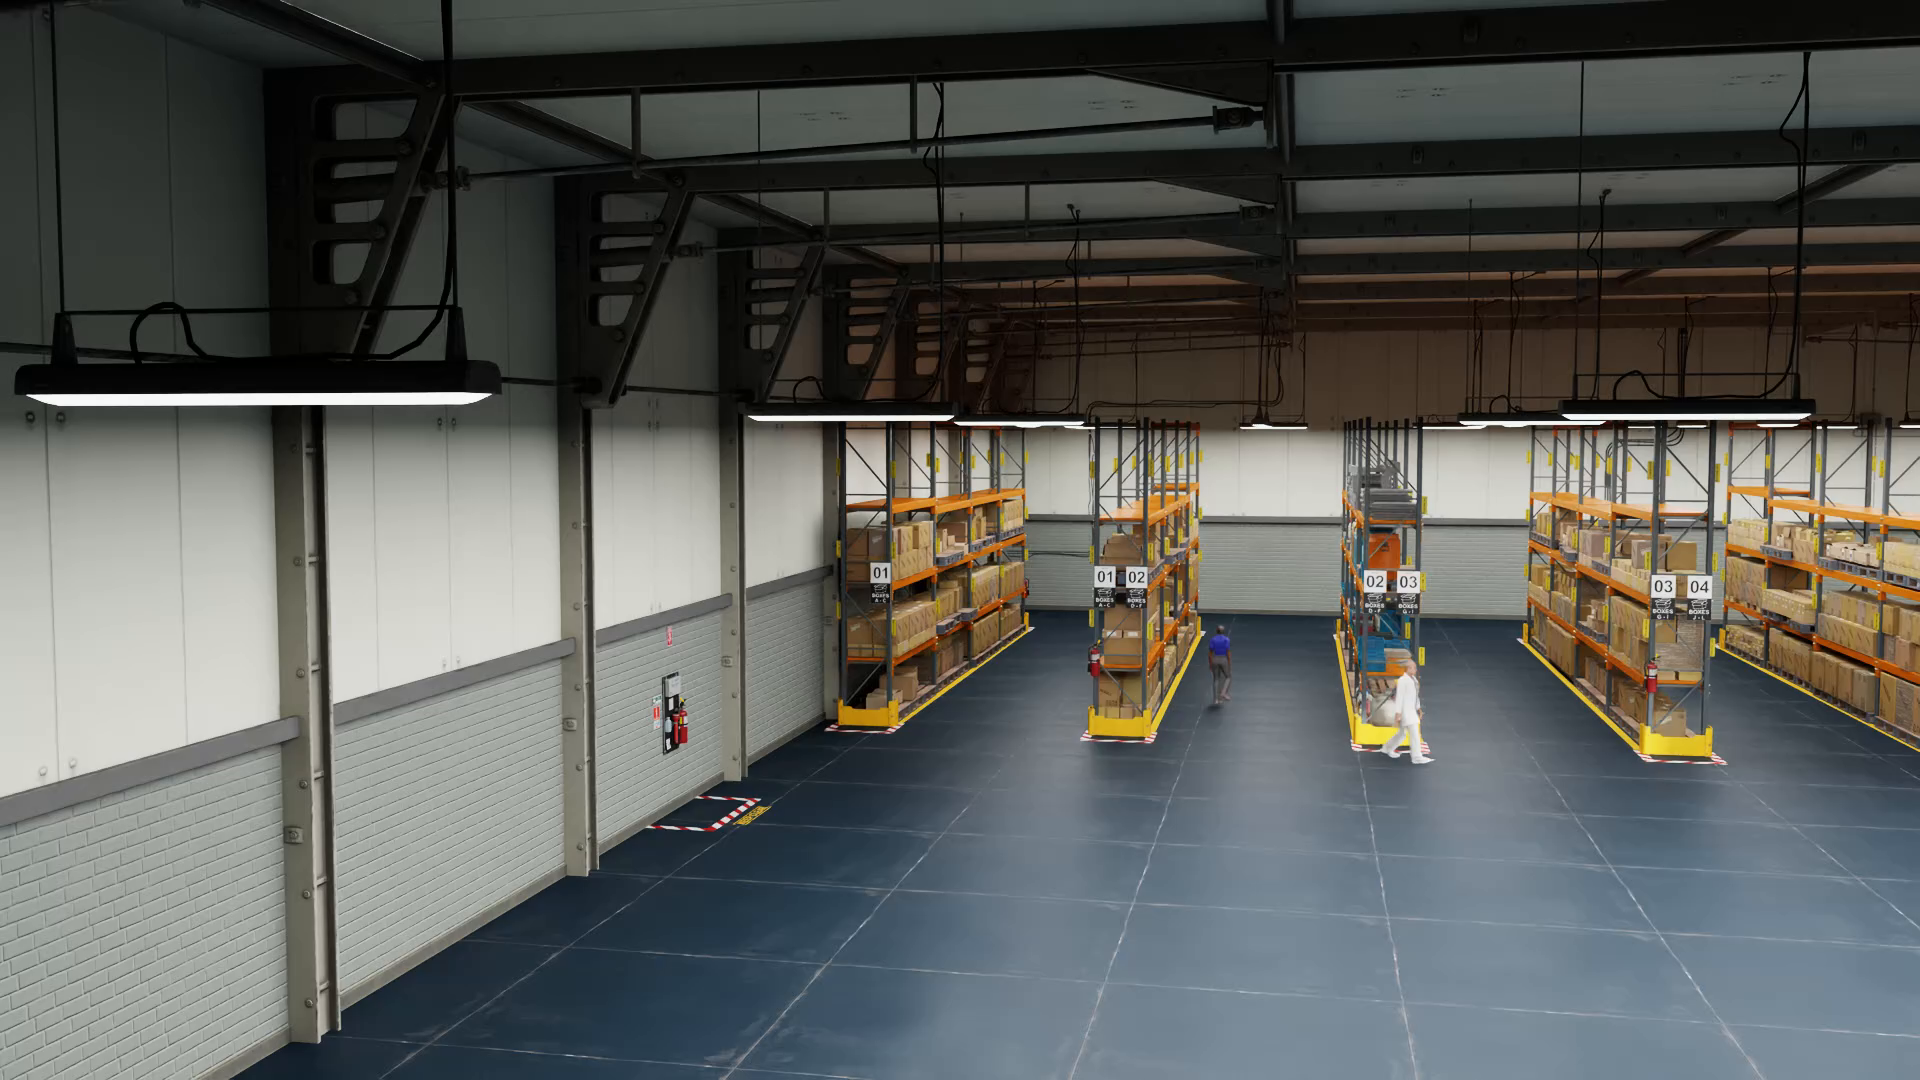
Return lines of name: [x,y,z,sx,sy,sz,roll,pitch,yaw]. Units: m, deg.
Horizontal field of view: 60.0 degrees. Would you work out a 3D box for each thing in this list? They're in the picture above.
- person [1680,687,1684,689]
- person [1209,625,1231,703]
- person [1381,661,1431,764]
person: [16.358,2.439,37.291,0.631,1.824,0.555,2,4,27]
person: [5.496,2.612,35.125,0.491,1.644,0.446,2,4,25]
person: [7.764,2.975,28.904,0.942,1.759,0.599,2,4,29]
